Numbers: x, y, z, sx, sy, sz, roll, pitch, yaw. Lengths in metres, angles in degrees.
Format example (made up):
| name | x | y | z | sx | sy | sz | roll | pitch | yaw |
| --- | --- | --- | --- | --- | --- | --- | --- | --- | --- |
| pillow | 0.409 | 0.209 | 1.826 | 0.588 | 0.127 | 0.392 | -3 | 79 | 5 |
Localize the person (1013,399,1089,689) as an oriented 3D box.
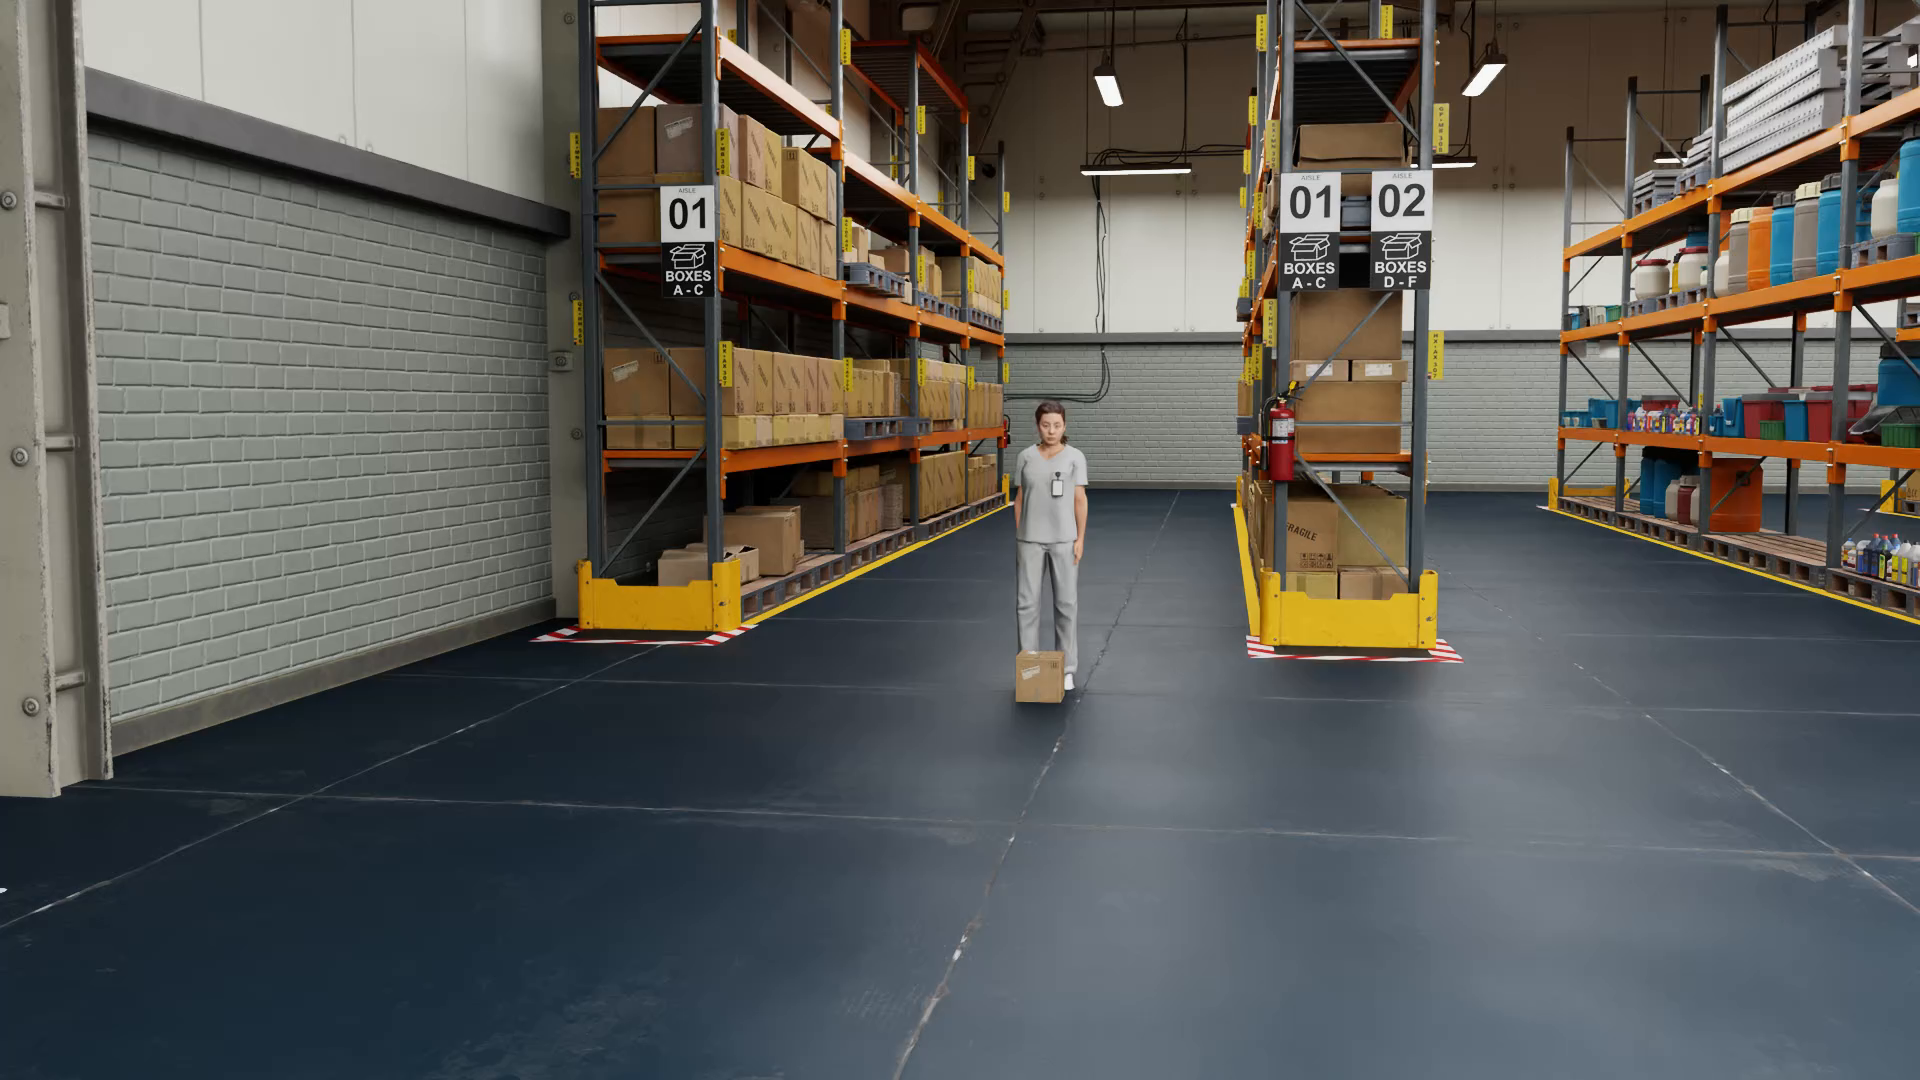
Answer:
| name | x | y | z | sx | sy | sz | roll | pitch | yaw |
| --- | --- | --- | --- | --- | --- | --- | --- | --- | --- |
| person | 0.526 | 0.022 | 9.679 | 0.440 | 1.681 | 0.365 | 1 | 5 | 10 |
